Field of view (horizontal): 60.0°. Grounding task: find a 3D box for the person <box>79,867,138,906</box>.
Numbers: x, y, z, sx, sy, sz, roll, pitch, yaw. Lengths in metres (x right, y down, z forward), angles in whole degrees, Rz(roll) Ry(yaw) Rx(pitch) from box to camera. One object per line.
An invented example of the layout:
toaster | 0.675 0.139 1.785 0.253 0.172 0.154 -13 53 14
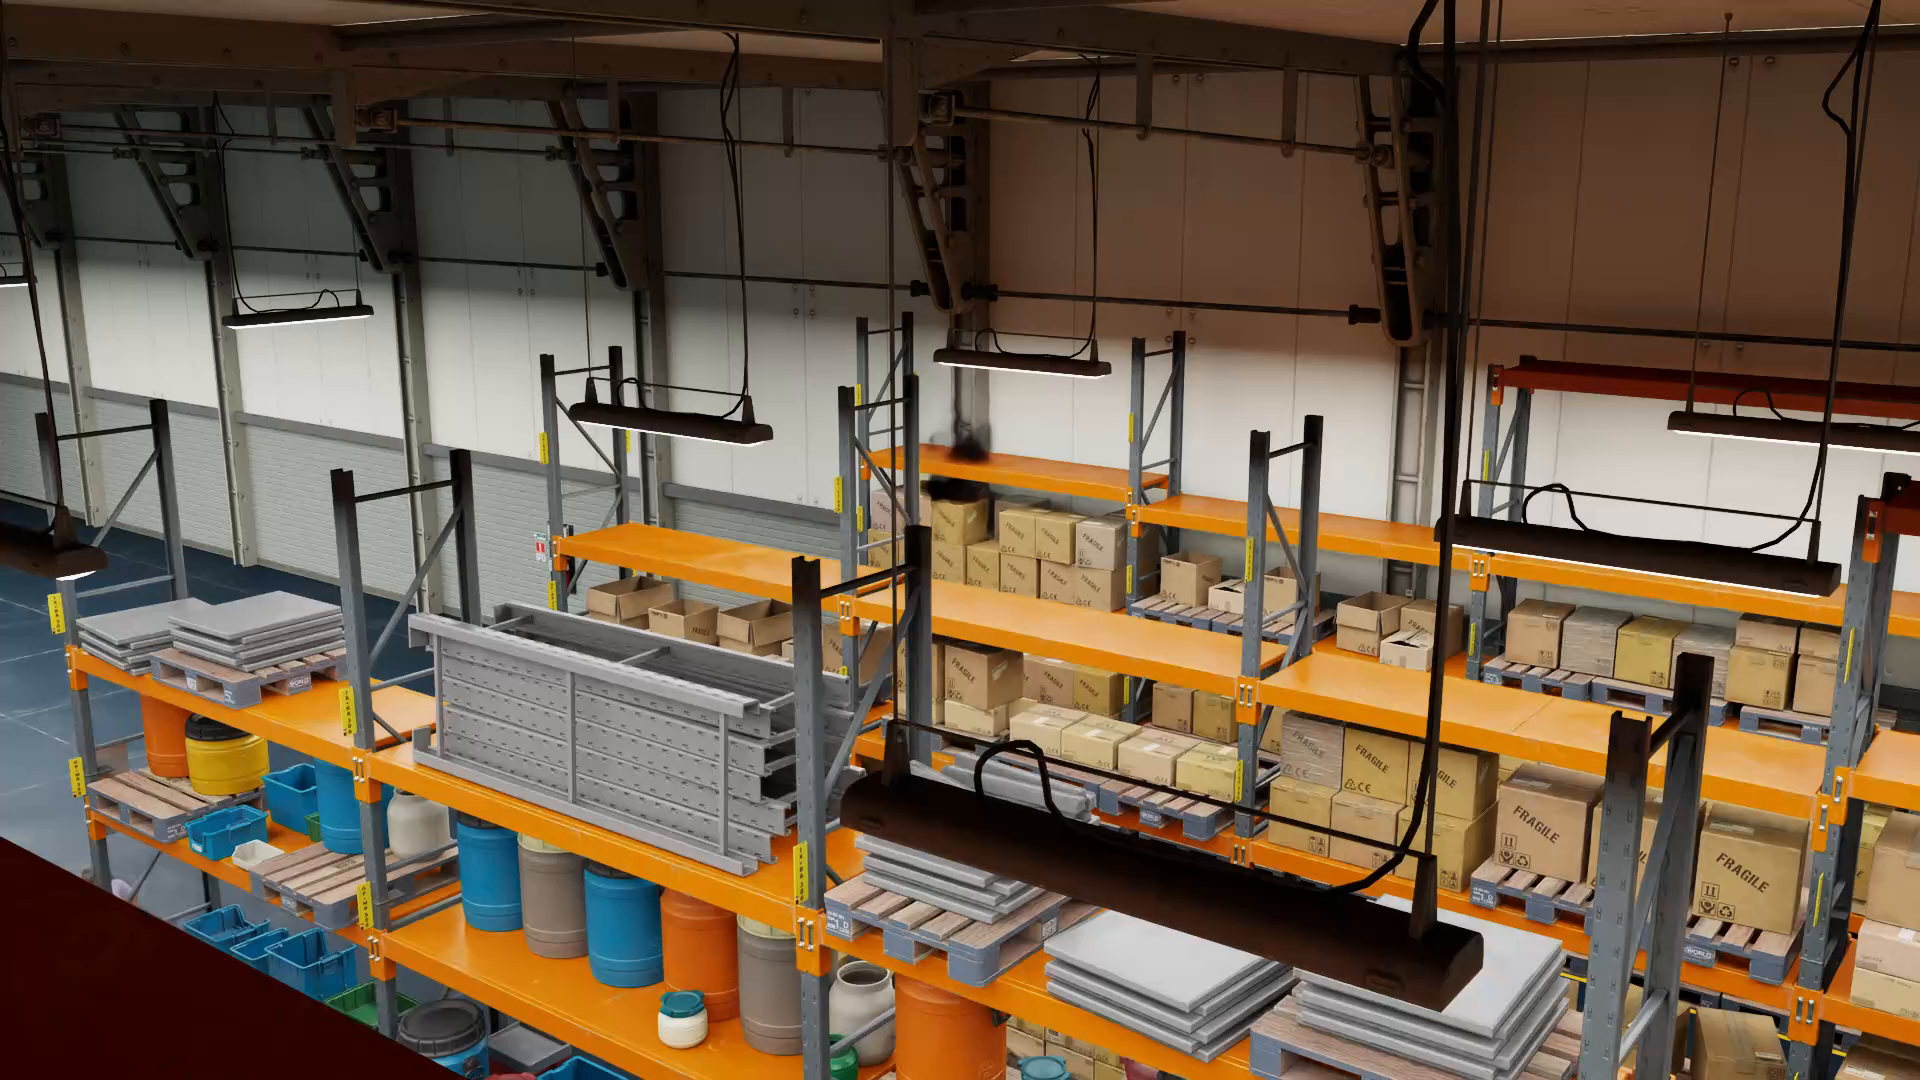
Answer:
person | -7.722 3.786 15.574 0.866 1.590 0.581 -3 13 -11

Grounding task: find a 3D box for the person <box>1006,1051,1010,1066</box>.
person | 0.264 4.484 12.209 0.923 1.657 0.579 6 14 23
